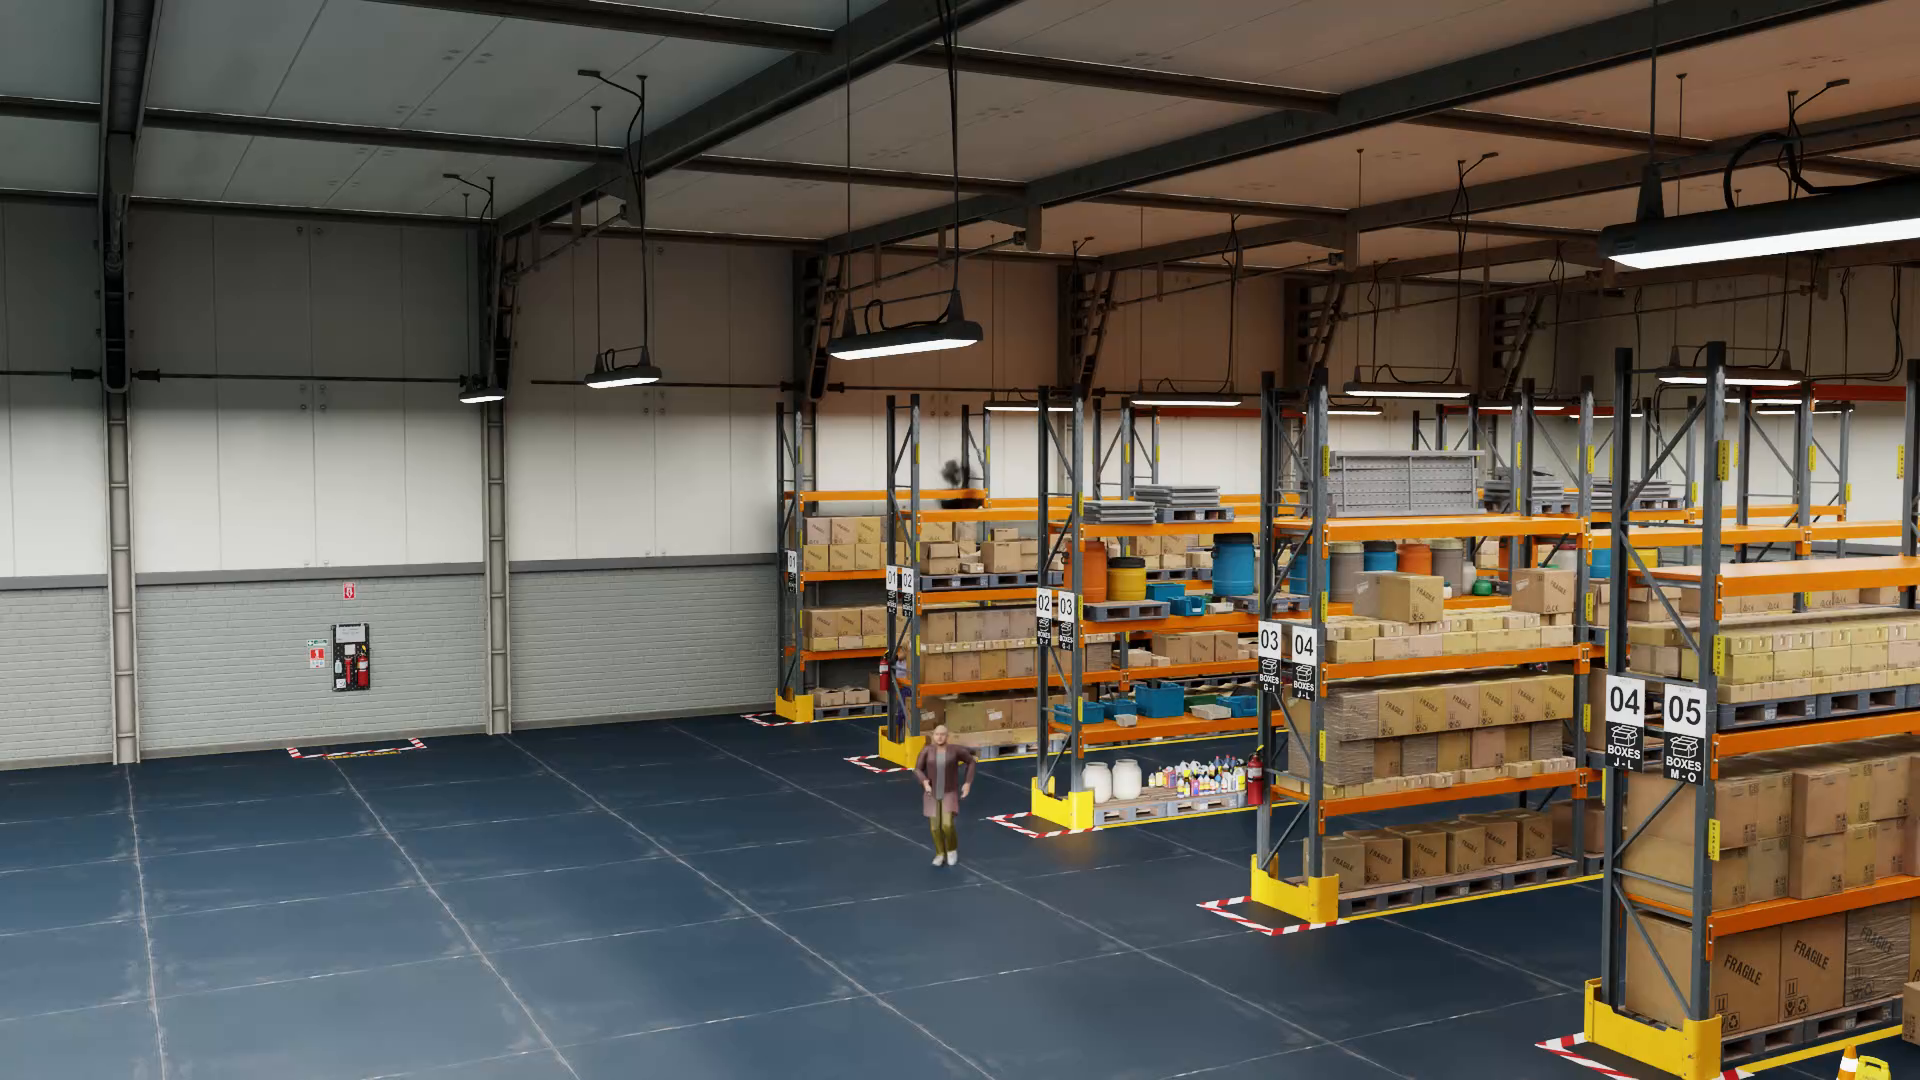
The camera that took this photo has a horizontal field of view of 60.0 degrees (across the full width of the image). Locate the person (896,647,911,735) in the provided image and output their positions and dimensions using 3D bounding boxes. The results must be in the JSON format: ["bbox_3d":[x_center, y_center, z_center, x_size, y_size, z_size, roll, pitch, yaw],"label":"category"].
[{"bbox_3d":[-0.993,2.695,29.040,0.924,1.632,0.606,-3,4,-43],"label":"person"}]

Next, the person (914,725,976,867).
[{"bbox_3d":[-0.208,3.139,20.319,0.738,1.756,0.685,1,3,9],"label":"person"}]
